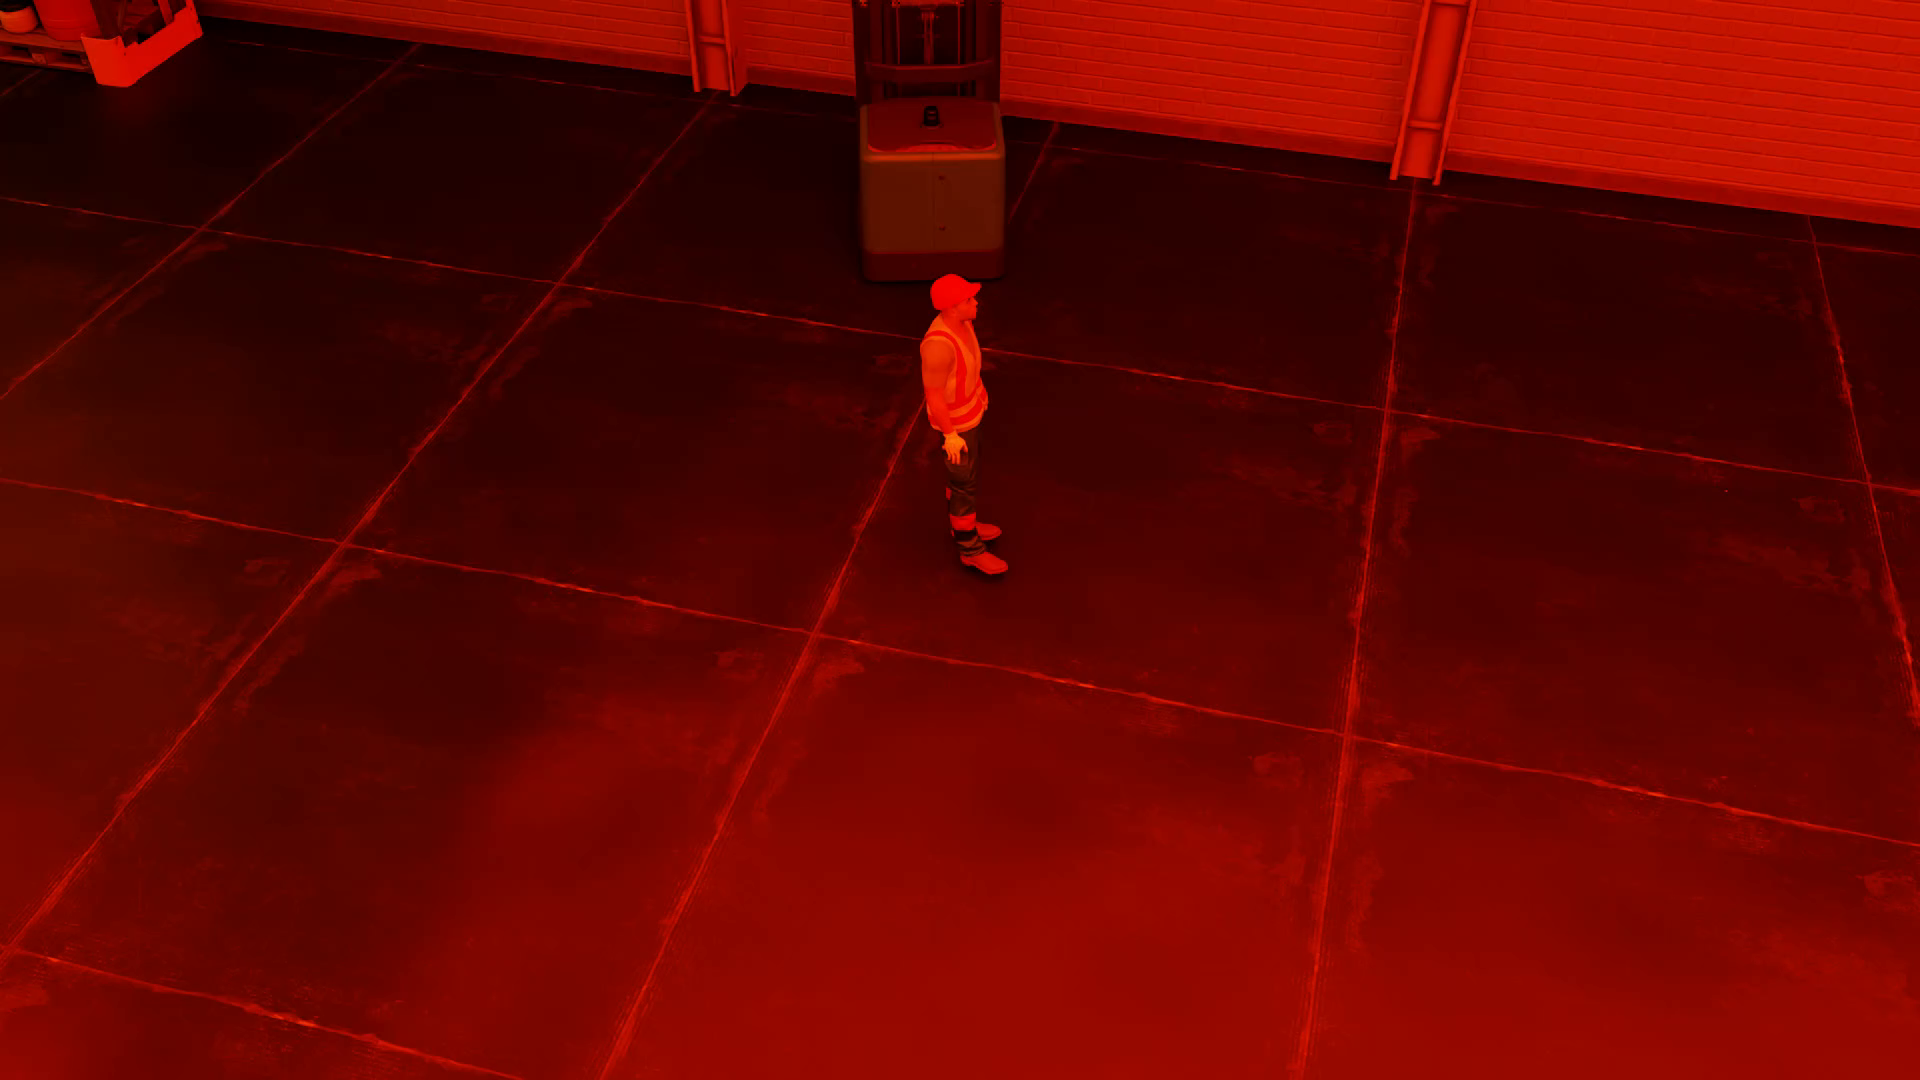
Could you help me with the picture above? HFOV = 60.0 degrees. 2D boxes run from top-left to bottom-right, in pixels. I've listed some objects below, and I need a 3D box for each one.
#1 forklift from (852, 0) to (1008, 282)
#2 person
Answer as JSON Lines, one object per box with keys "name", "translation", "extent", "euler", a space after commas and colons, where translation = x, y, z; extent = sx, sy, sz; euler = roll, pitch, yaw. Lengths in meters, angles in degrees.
{"name": "forklift", "translation": [-0.253, -3.942, 12.359], "extent": [1.130, 2.935, 3.031], "euler": [-2, 41, -2]}
{"name": "person", "translation": [0.075, -0.688, 9.441], "extent": [0.561, 1.789, 0.638], "euler": [10, 42, 11]}
